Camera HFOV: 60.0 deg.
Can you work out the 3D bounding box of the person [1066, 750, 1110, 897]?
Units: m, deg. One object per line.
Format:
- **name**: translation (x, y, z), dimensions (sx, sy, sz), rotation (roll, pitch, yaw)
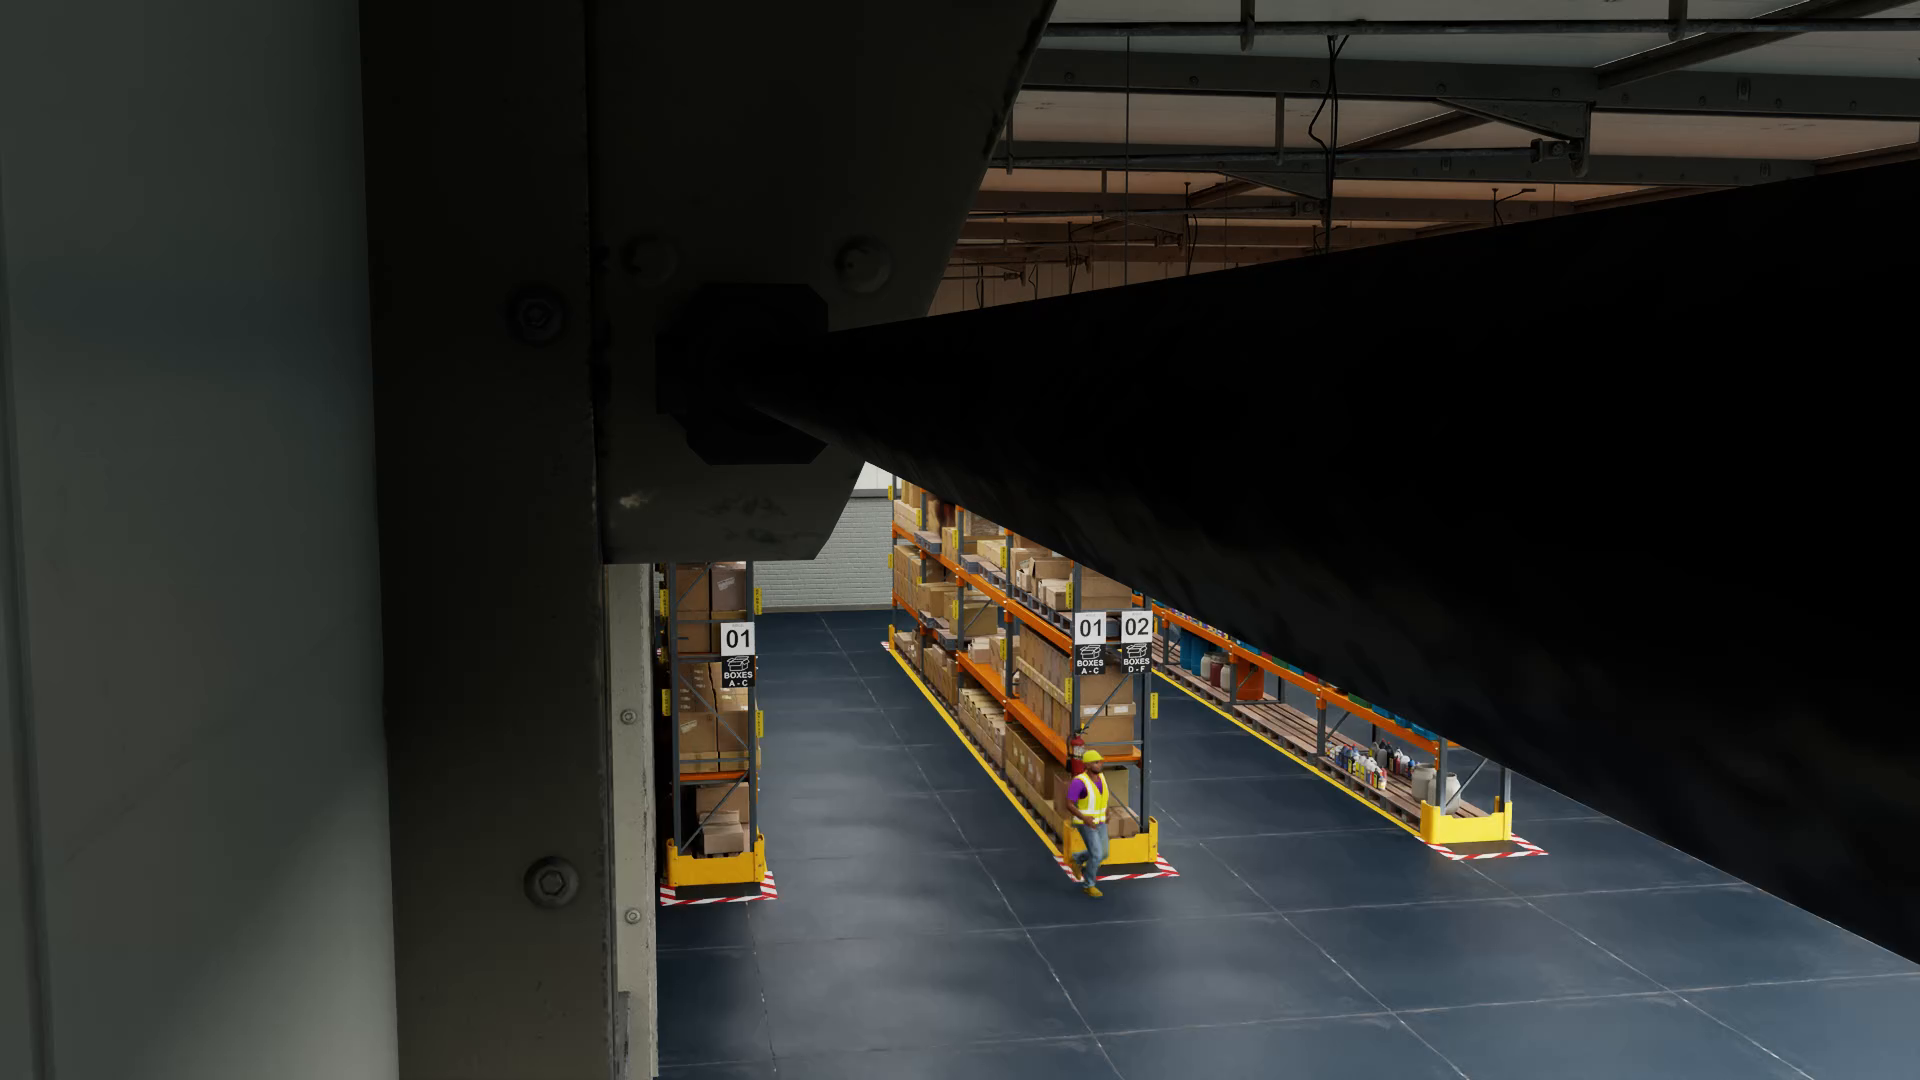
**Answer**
- **person**: translation (1.514, 3.342, 19.818), dimensions (0.610, 1.729, 0.739), rotation (5, 8, 41)
